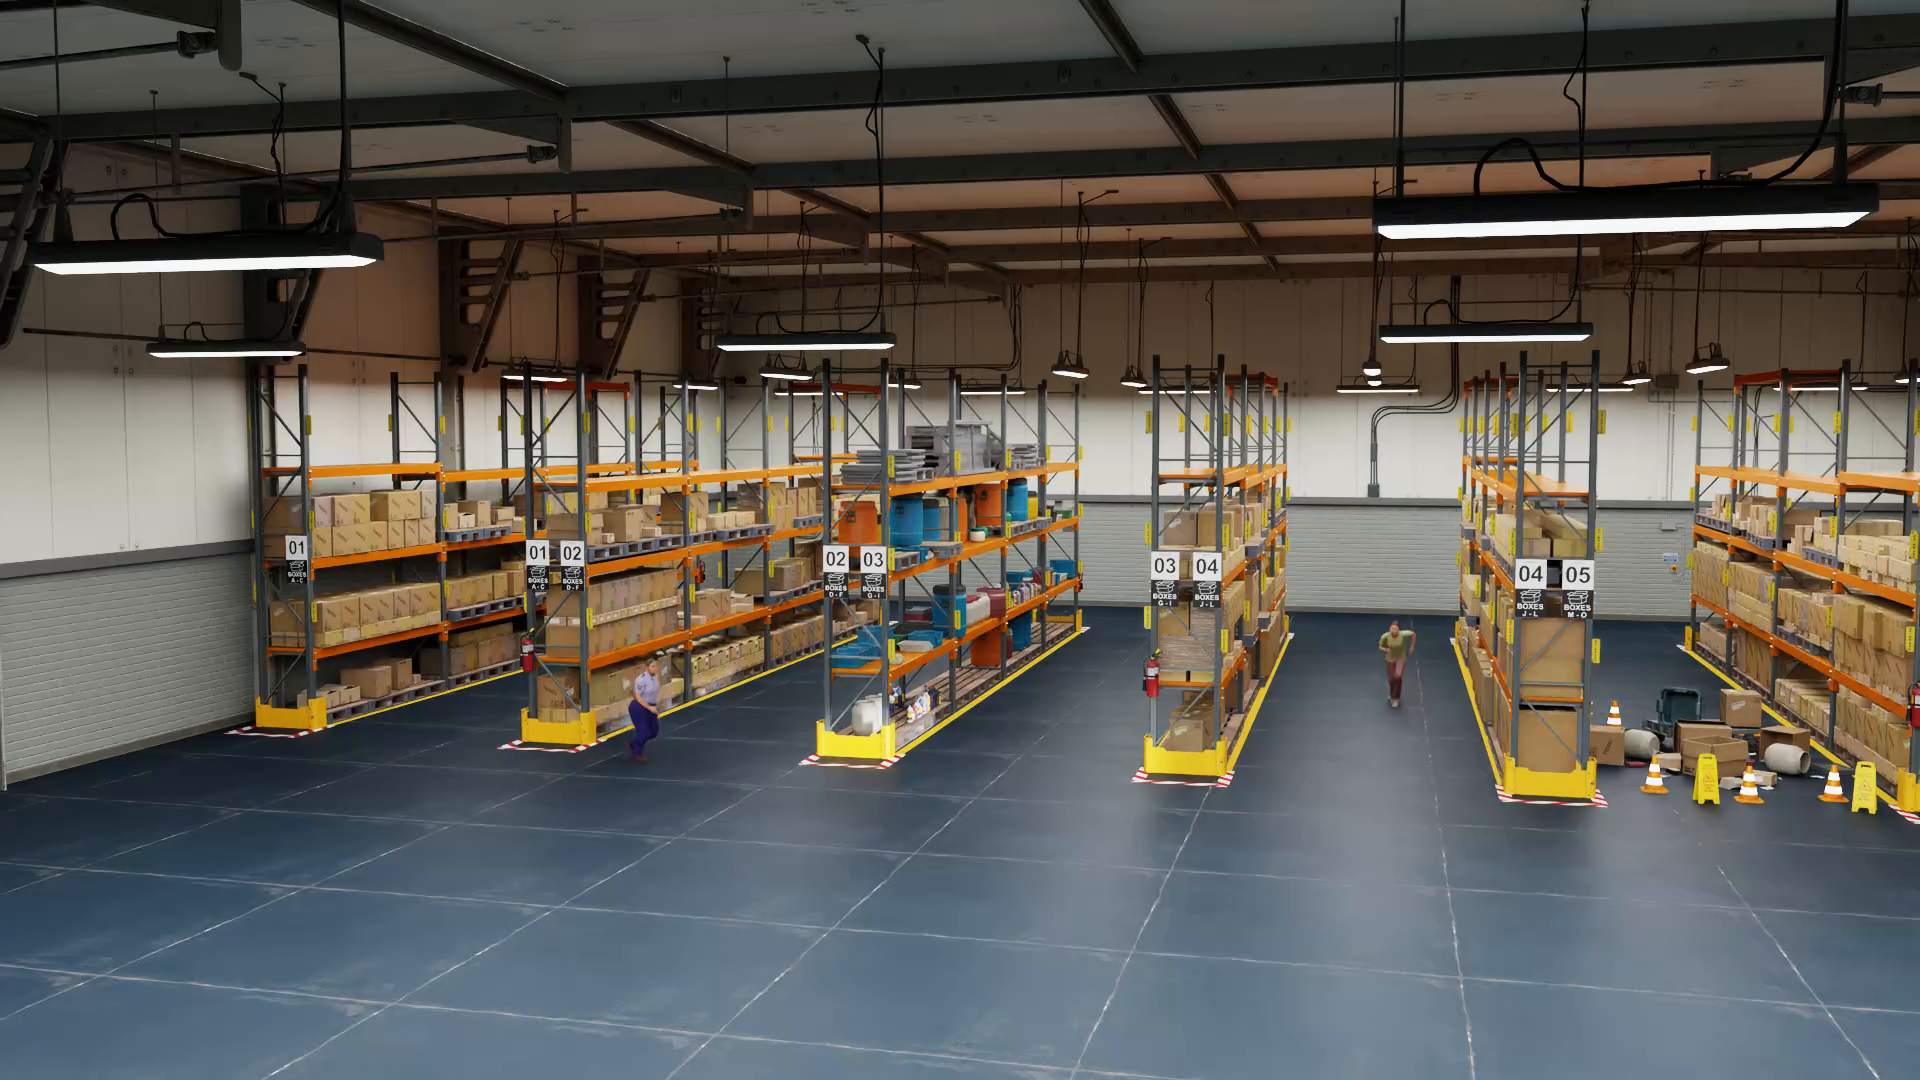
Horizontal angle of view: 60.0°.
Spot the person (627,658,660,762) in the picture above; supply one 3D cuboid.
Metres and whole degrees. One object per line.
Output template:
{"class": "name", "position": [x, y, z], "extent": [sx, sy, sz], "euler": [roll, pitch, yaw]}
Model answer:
{"class": "person", "position": [-4.721, 2.517, 24.720], "extent": [0.722, 1.565, 0.587], "euler": [2, 4, 26]}

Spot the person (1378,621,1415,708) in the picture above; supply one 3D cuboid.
{"class": "person", "position": [7.780, 2.199, 29.639], "extent": [0.623, 1.597, 0.934], "euler": [1, 4, 17]}
